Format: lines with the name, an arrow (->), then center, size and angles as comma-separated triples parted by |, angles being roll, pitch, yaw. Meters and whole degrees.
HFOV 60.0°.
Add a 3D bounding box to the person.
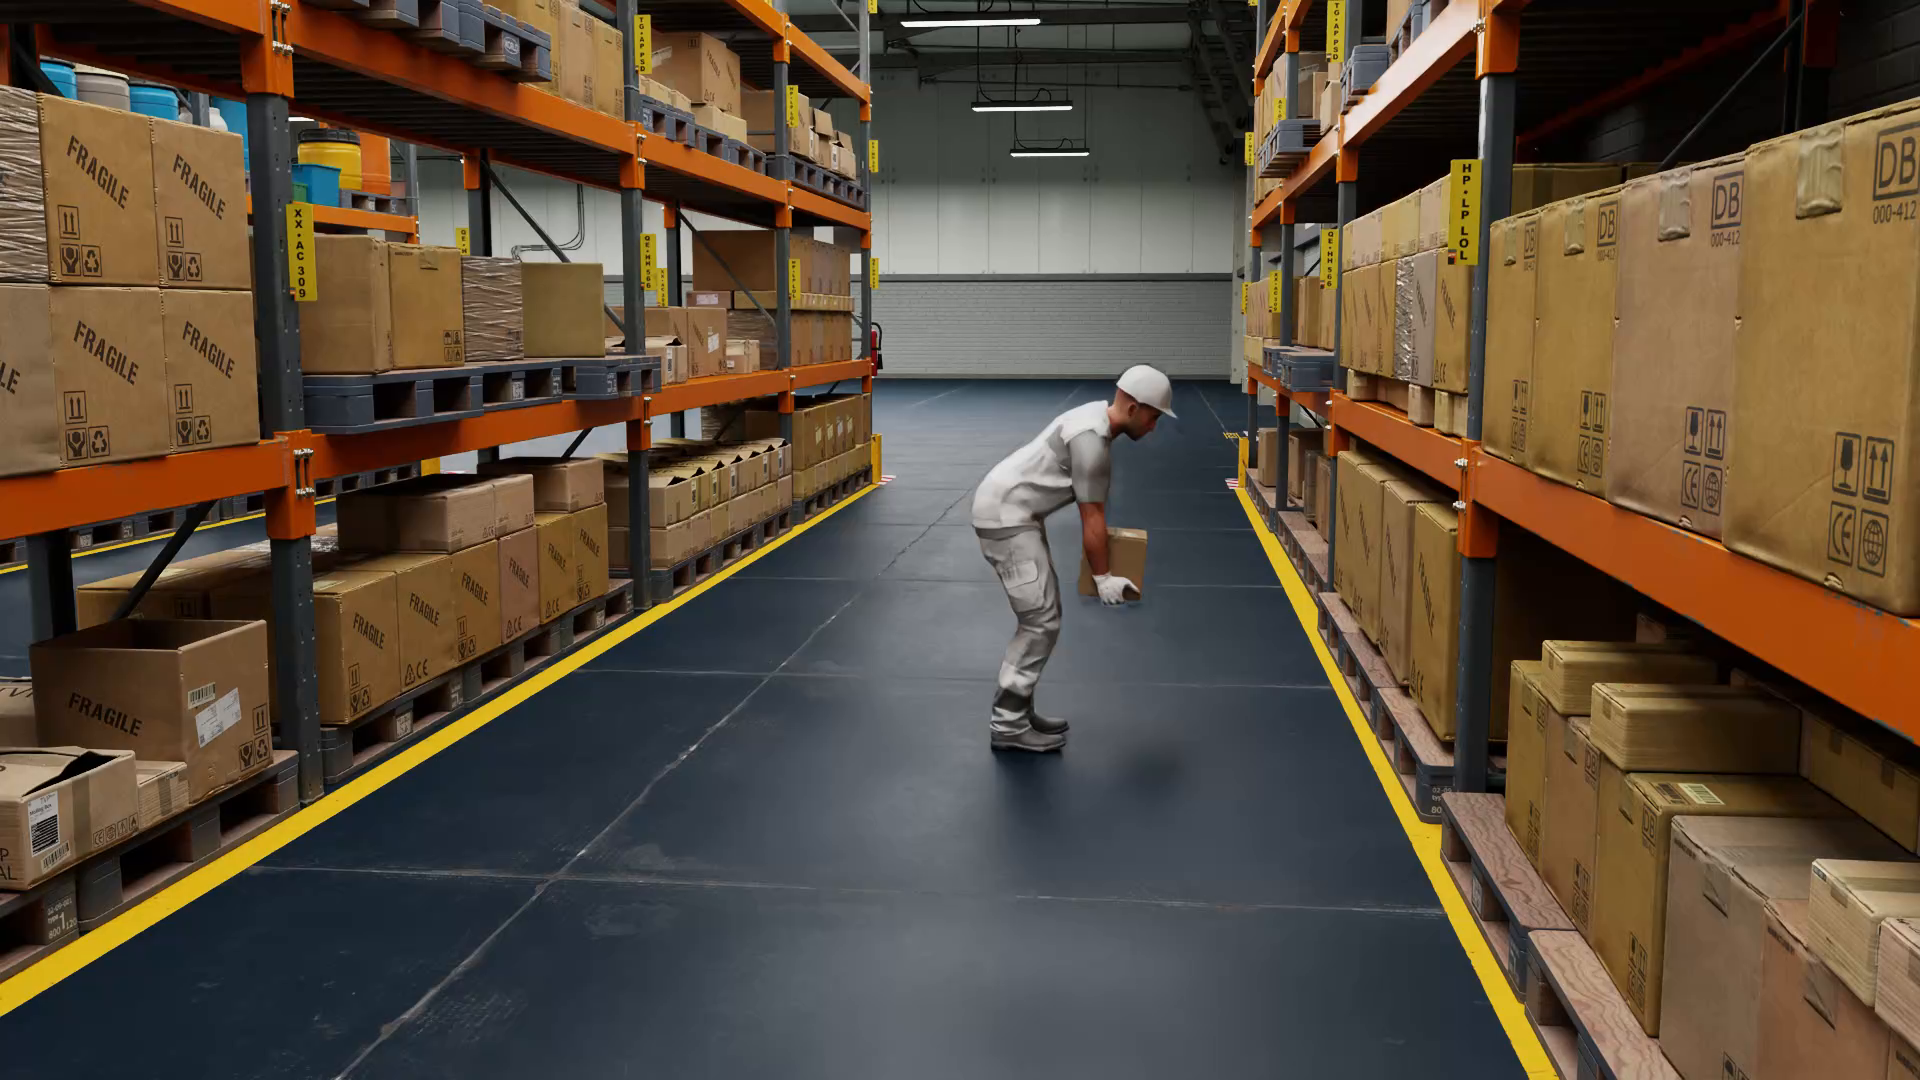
person -> 0.452, 0.066, 6.681 | 0.823, 1.528, 0.489 | 1, 8, 5
